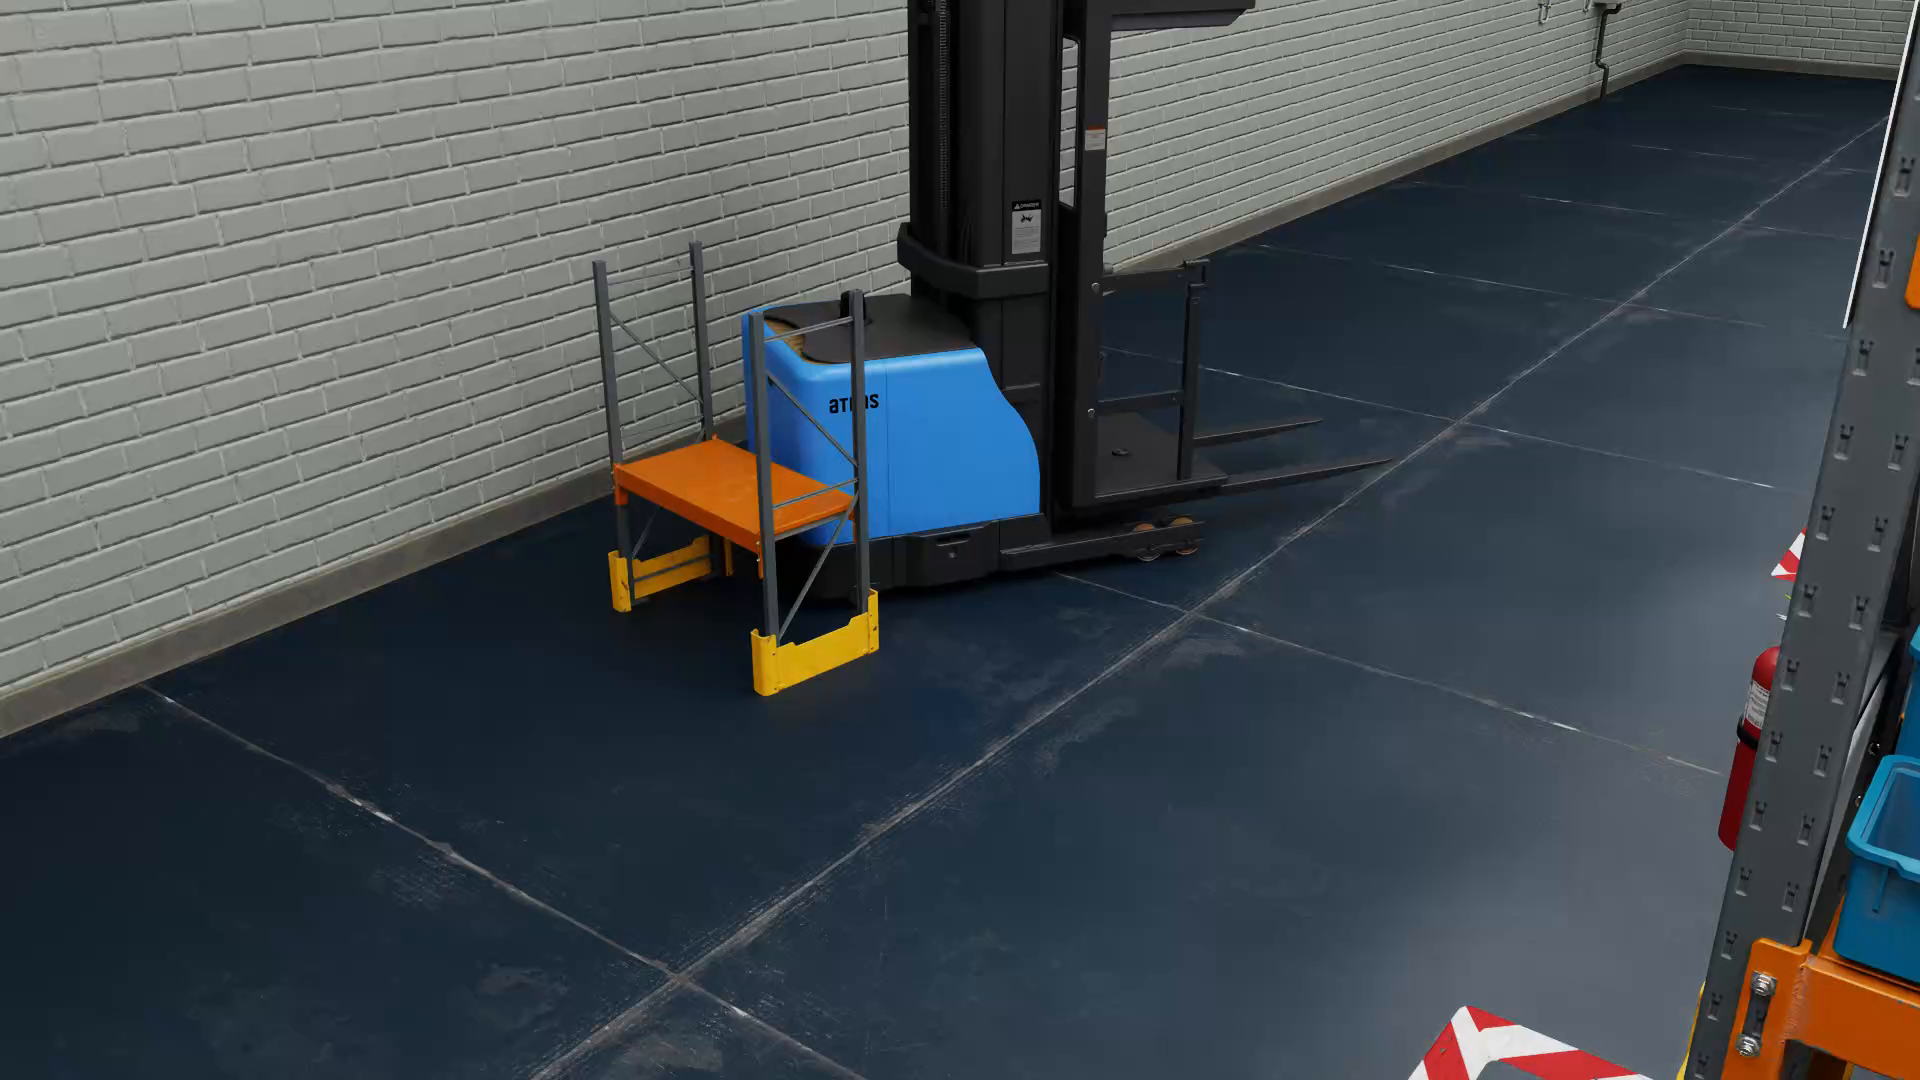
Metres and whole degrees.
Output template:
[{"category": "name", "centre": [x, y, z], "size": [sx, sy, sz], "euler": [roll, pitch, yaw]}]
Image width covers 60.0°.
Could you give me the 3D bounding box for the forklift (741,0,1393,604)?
[{"category": "forklift", "centre": [0.579, -1.433, 7.368], "size": [3.031, 2.935, 1.130], "euler": [-9, 25, -20]}]

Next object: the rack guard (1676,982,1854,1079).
[{"category": "rack guard", "centre": [1.661, 1.510, 3.703], "size": [0.348, 0.500, 1.175], "euler": [17, 29, 33]}]

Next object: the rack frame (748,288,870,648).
[{"category": "rack frame", "centre": [-0.550, -0.171, 6.277], "size": [0.500, 1.500, 0.032], "euler": [-21, 31, -39]}]

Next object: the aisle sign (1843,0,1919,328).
[{"category": "aisle sign", "centre": [1.452, -0.744, 2.493], "size": [0.004, 0.787, 0.394], "euler": [17, 29, 33]}]

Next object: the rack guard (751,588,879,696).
[{"category": "rack guard", "centre": [-0.563, 0.395, 6.542], "size": [0.587, 0.250, 0.087], "euler": [-21, 31, -39]}]

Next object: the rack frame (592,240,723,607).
[{"category": "rack frame", "centre": [-1.247, -0.469, 6.954], "size": [0.500, 1.500, 0.032], "euler": [-21, 31, -39]}]

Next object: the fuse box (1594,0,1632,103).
[{"category": "fuse box", "centre": [7.452, -5.837, 18.875], "size": [0.414, 1.711, 0.539], "euler": [17, 29, 33]}]

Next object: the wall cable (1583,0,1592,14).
[{"category": "wall cable", "centre": [6.917, -6.709, 17.997], "size": [0.122, 1.984, 0.588], "euler": [17, 29, 33]}]

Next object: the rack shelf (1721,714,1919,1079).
[{"category": "rack shelf", "centre": [3.288, 1.180, 2.243], "size": [4.000, 0.370, 1.077], "euler": [17, 29, 33]}]

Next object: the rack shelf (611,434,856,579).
[{"category": "rack shelf", "centre": [-0.898, -0.155, 6.688], "size": [0.538, 0.185, 1.000], "euler": [-21, 31, -39]}]

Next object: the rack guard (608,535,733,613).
[{"category": "rack guard", "centre": [-1.246, 0.103, 7.205], "size": [0.587, 0.250, 0.087], "euler": [-21, 31, -39]}]

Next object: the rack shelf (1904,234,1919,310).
[{"category": "rack shelf", "centre": [3.288, -0.192, 1.638], "size": [4.000, 0.370, 1.077], "euler": [17, 29, 33]}]

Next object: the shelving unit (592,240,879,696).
[{"category": "shelving unit", "centre": [-0.905, -0.323, 6.621], "size": [0.587, 1.500, 1.083], "euler": [-21, 31, -39]}]

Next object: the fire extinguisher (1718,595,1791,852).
[{"category": "fire extinguisher", "centre": [1.839, 0.390, 3.702], "size": [0.183, 0.674, 0.296], "euler": [17, 29, 33]}]

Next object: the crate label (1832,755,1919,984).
[{"category": "crate label", "centre": [1.688, 0.583, 2.841], "size": [0.303, 0.233, 0.416], "euler": [17, 29, 33]}]

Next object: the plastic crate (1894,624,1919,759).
[{"category": "plastic crate", "centre": [2.067, 0.345, 3.129], "size": [0.499, 0.435, 0.616], "euler": [17, 29, 33]}]

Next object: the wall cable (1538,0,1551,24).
[{"category": "wall cable", "centre": [6.075, -6.263, 16.946], "size": [0.123, 1.953, 0.585], "euler": [17, 29, 33]}]
